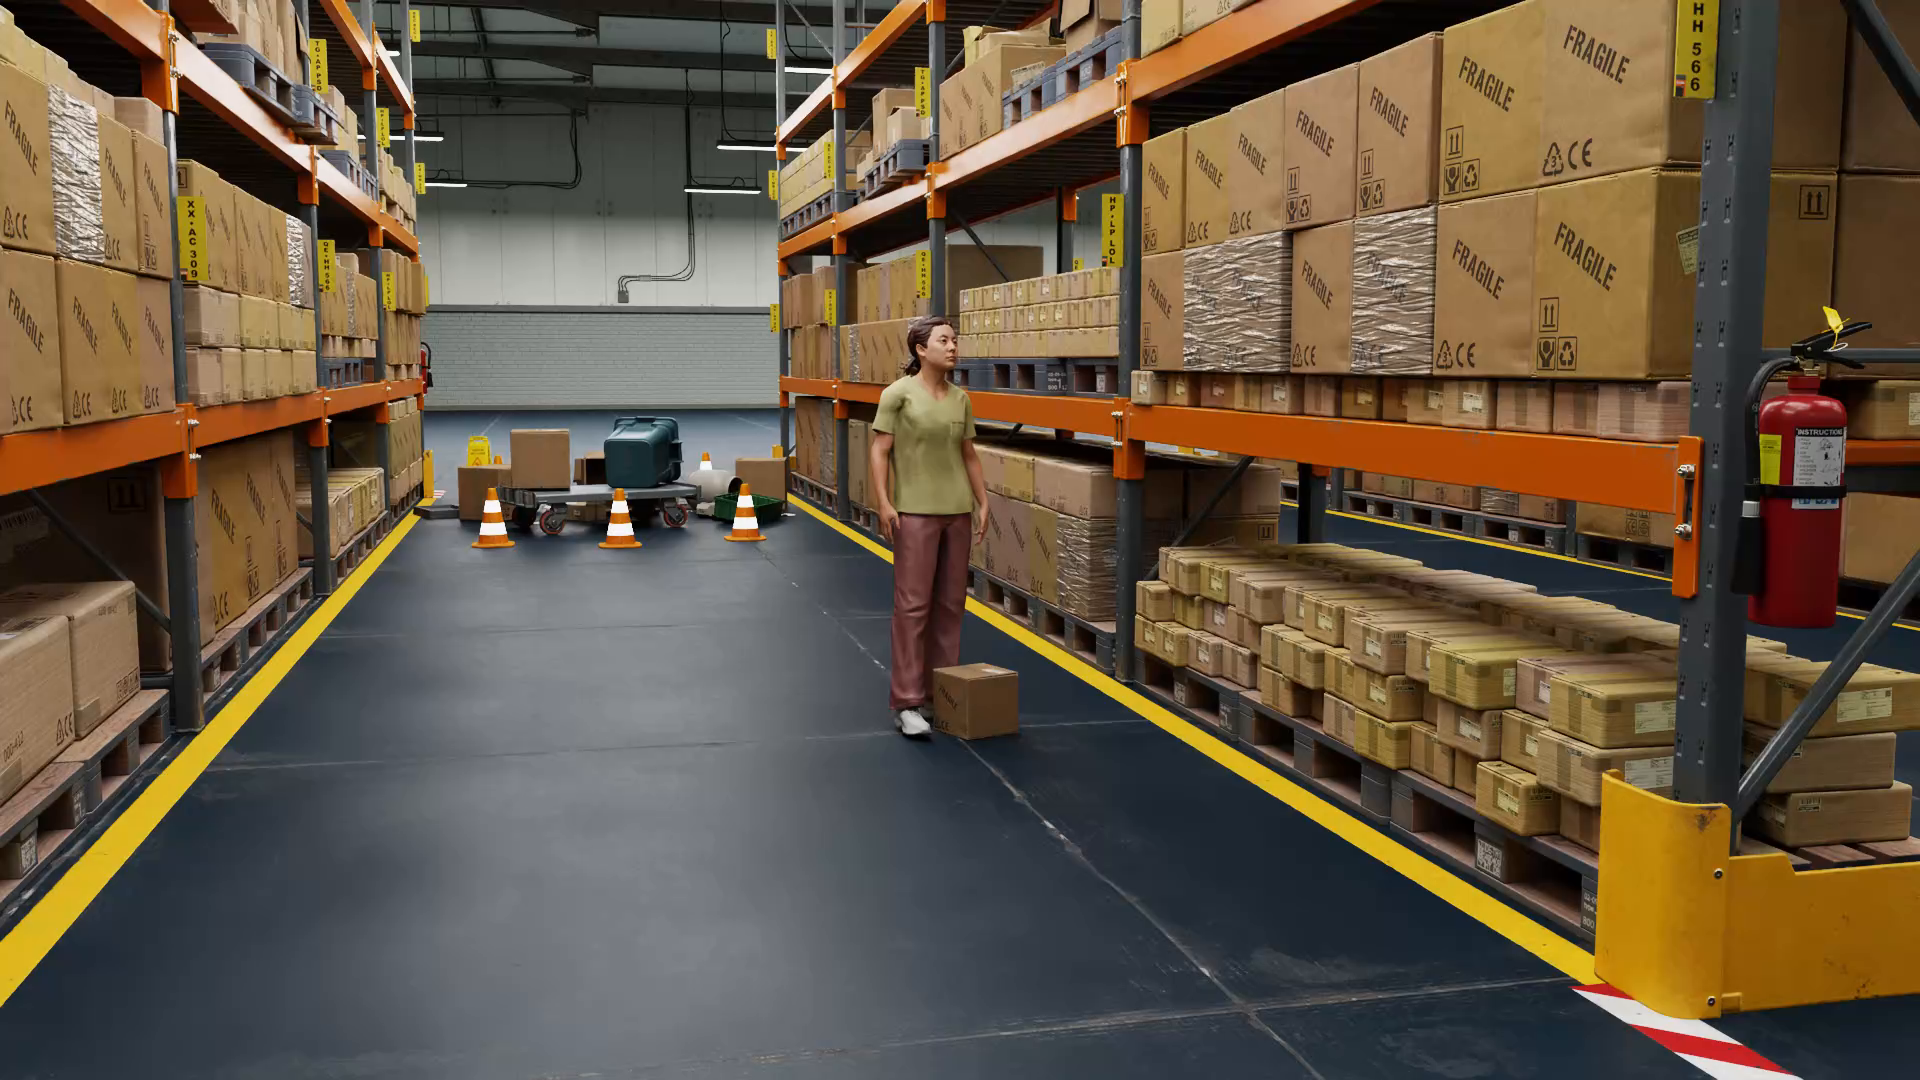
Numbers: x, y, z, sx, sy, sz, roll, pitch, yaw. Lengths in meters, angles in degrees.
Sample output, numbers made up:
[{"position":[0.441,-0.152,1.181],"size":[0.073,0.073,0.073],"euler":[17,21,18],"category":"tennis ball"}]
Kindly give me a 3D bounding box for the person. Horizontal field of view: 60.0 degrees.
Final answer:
[{"position":[-0.074,0.042,6.823],"size":[0.554,1.428,0.523],"euler":[-4,7,-32],"category":"person"}]
